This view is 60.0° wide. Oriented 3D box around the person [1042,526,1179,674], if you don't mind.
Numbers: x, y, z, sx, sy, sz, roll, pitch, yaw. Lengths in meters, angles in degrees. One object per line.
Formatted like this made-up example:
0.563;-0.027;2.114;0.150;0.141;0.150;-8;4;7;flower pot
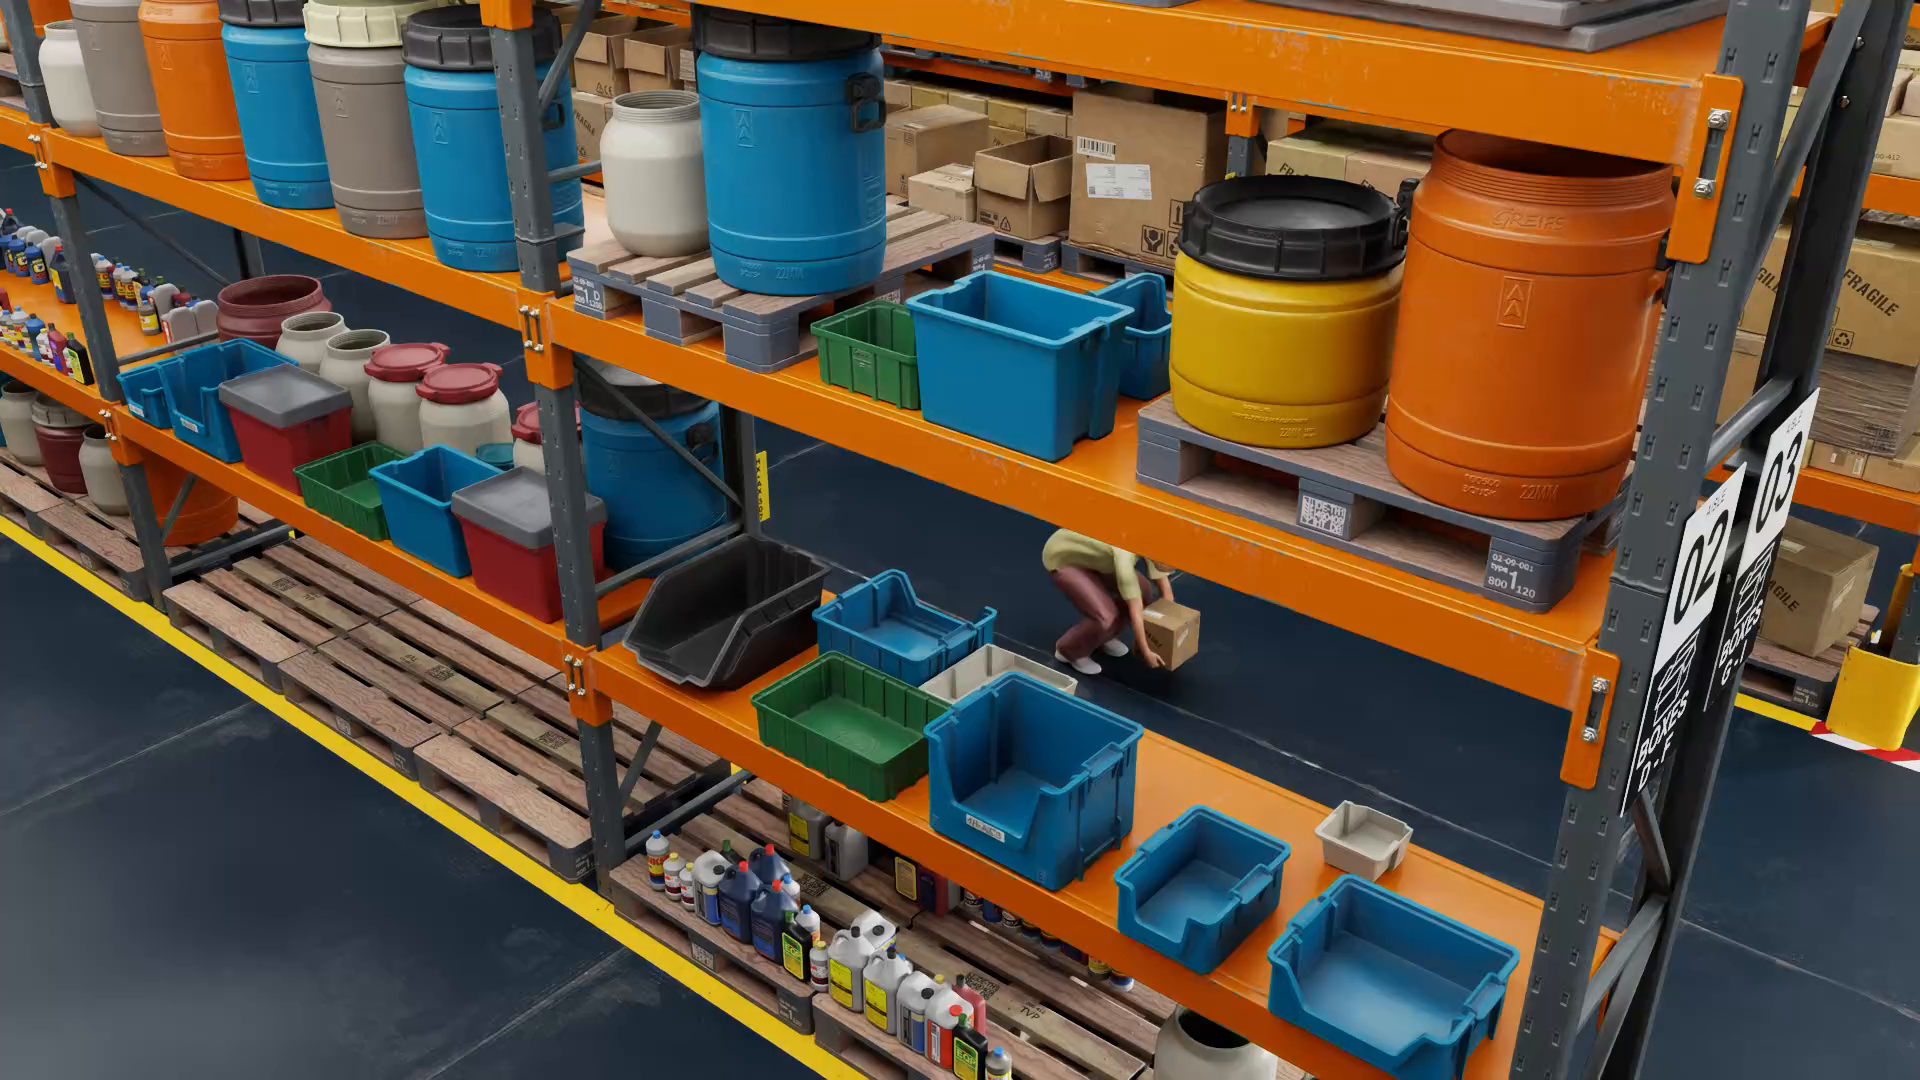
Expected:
0.843;0.274;8.892;0.857;0.940;0.474;19;33;33;person
